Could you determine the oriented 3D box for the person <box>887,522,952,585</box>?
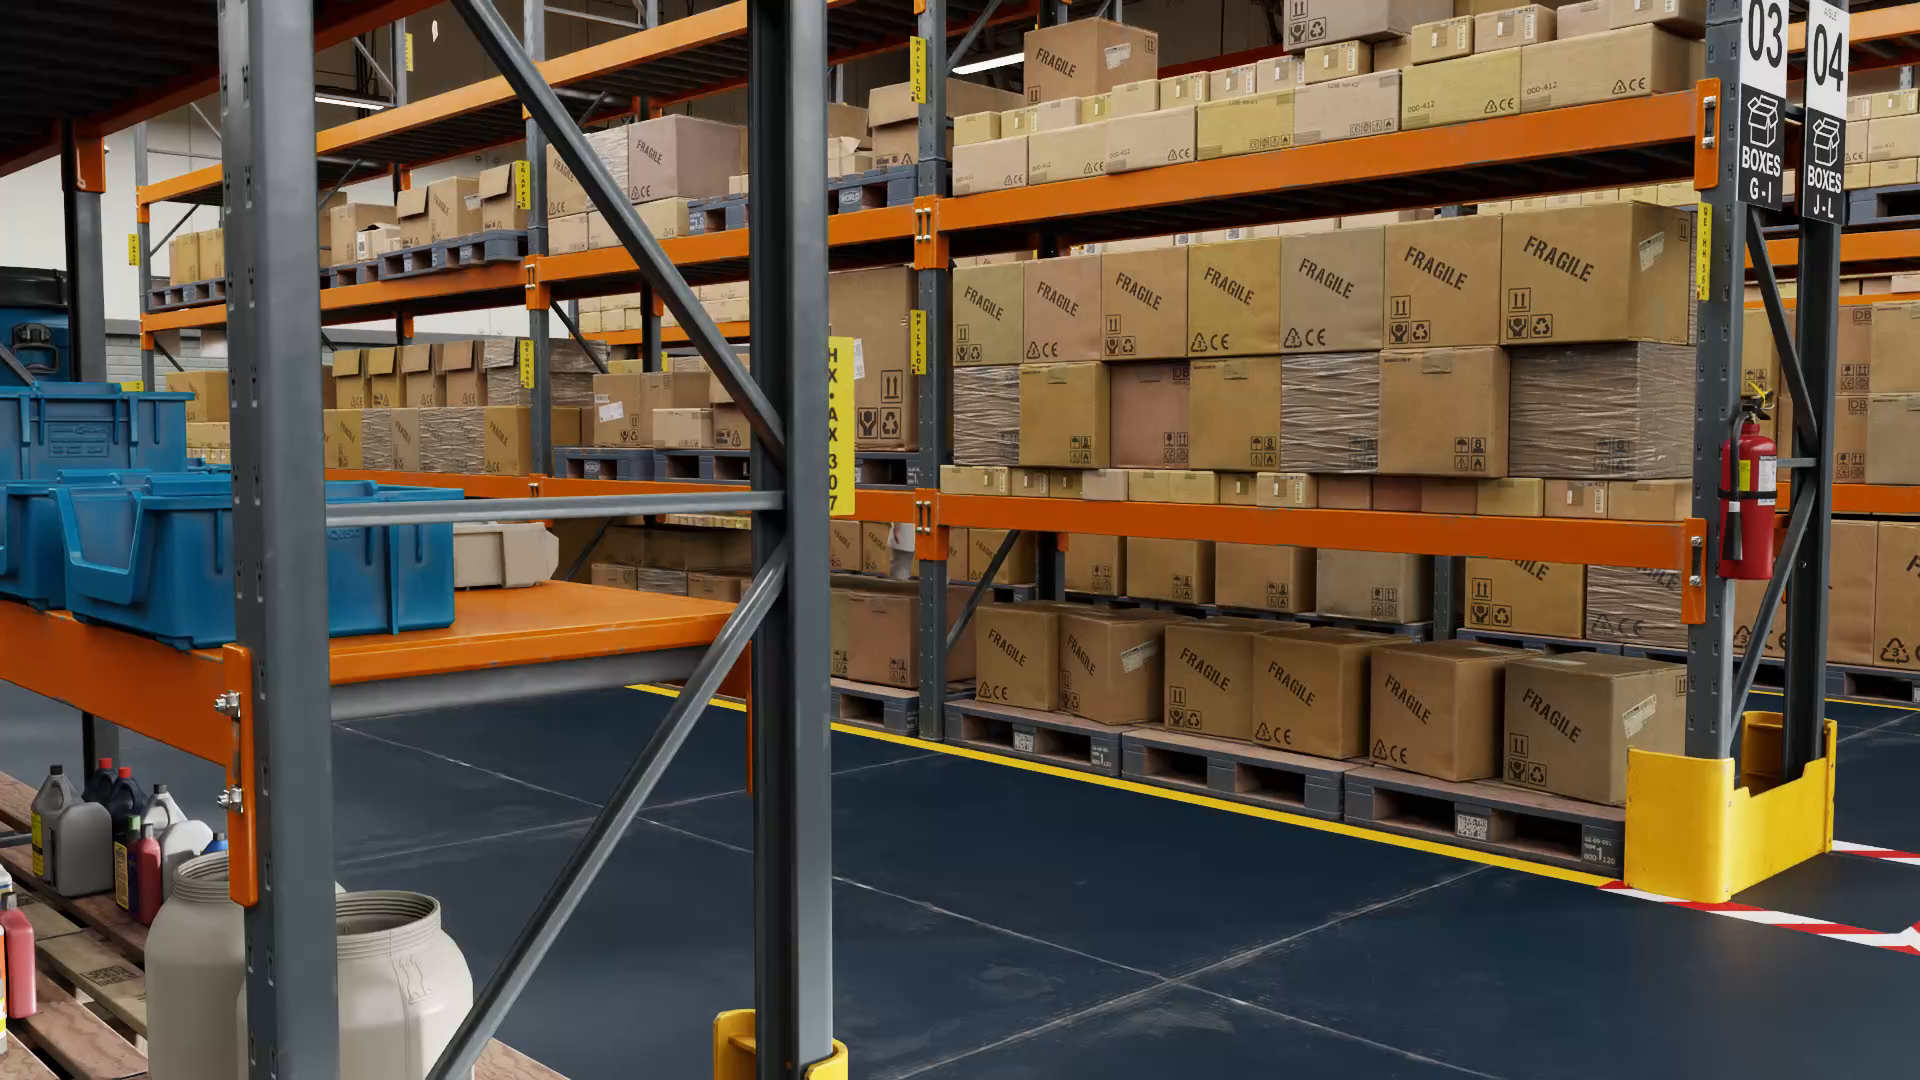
[{"bbox_3d":[-0.363,-0.156,13.511,0.632,1.758,0.805,-3,5,-35],"label":"person"}]
